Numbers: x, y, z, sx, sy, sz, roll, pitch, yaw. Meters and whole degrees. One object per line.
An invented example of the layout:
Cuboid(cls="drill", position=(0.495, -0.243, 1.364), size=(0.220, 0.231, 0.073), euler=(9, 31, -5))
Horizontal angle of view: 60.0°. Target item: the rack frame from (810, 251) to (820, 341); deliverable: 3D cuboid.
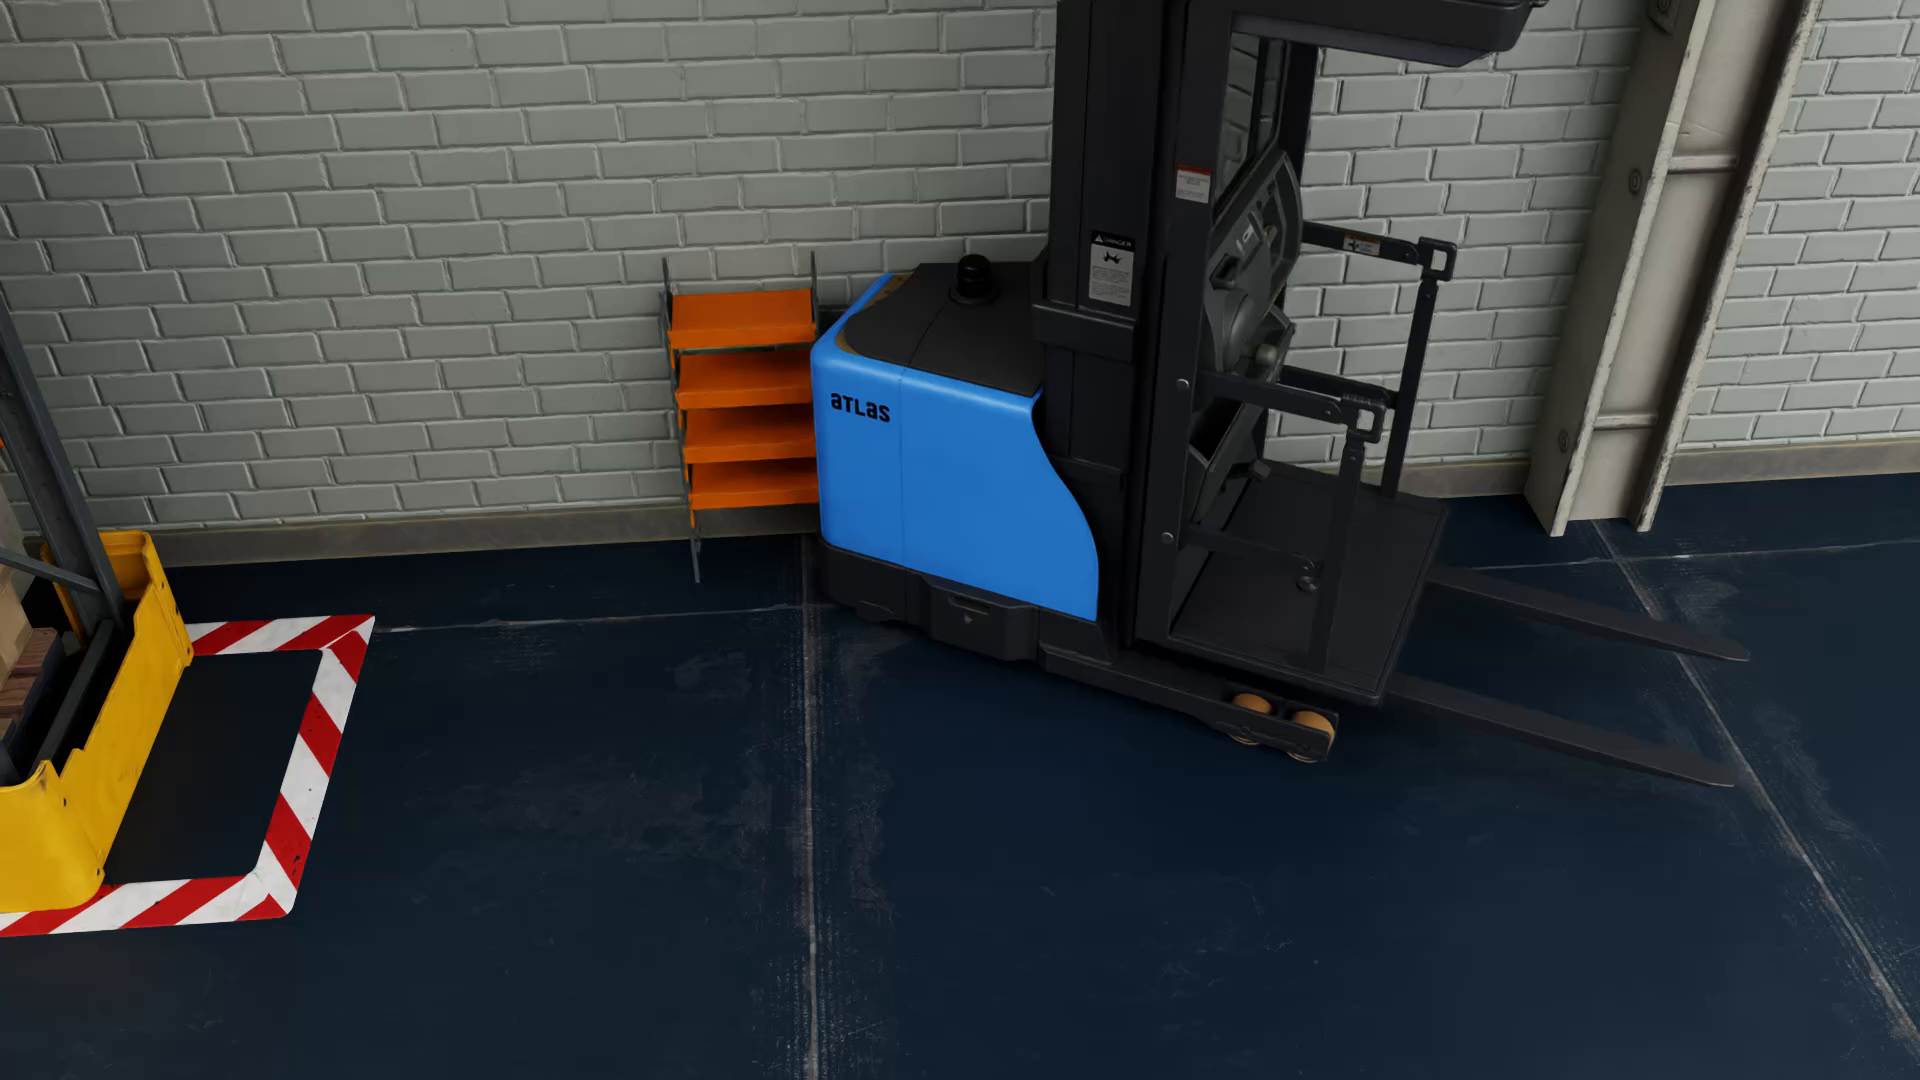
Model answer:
Cuboid(cls="rack frame", position=(-0.479, -0.417, 5.809), size=(0.015, 1.200, 0.240), euler=(-3, 38, -4))

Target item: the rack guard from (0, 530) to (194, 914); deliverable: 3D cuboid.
Cuboid(cls="rack guard", position=(-2.774, 0.530, 5.175), size=(0.348, 0.500, 1.175), euler=(-3, 38, -4))

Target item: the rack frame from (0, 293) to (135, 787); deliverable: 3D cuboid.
Cuboid(cls="rack frame", position=(-2.798, -0.450, 4.399), size=(0.127, 3.000, 1.000), euler=(-3, 38, -4))

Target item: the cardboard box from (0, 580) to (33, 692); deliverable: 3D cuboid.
Cuboid(cls="cardboard box", position=(-3.305, 0.371, 5.239), size=(0.500, 0.250, 0.500), euler=(-3, 38, -4))

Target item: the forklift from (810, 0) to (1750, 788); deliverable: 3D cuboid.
Cuboid(cls="forklift", position=(1.064, -0.813, 4.914), size=(3.031, 2.935, 1.130), euler=(16, 41, 19))

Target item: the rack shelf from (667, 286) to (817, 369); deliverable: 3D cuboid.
Cuboid(cls="rack shelf", position=(-0.722, -0.711, 5.548), size=(0.480, 0.148, 0.258), euler=(-3, 38, -4))

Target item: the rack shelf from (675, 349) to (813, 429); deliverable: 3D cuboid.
Cuboid(cls="rack shelf", position=(-0.722, -0.525, 5.694), size=(0.480, 0.148, 0.258), euler=(-3, 38, -4))

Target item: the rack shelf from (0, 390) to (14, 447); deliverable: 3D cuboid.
Cuboid(cls="rack shelf", position=(-4.791, -0.058, 4.482), size=(4.000, 0.370, 1.077), euler=(-3, 38, -4))

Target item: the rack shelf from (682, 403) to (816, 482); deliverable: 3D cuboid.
Cuboid(cls="rack shelf", position=(-0.722, -0.349, 5.832), size=(0.480, 0.148, 0.258), euler=(-3, 38, -4))

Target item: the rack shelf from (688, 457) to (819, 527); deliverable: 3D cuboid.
Cuboid(cls="rack shelf", position=(-0.722, -0.193, 5.955), size=(0.480, 0.148, 0.258), euler=(-3, 38, -4))

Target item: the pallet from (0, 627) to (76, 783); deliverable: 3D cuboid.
Cuboid(cls="pallet", position=(-3.556, 0.713, 5.176), size=(1.213, 0.211, 1.003), euler=(-3, 38, -4))

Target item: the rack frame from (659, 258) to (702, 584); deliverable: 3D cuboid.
Cuboid(cls="rack frame", position=(-0.965, -0.387, 5.772), size=(0.015, 1.200, 0.240), euler=(-3, 38, -4))

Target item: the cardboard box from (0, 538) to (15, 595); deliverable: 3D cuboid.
Cuboid(cls="cardboard box", position=(-3.285, 0.166, 5.095), size=(0.500, 0.250, 0.500), euler=(-2, 38, -3))

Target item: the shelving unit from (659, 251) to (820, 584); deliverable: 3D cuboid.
Cuboid(cls="shelving unit", position=(-0.722, -0.402, 5.791), size=(0.503, 1.200, 0.258), euler=(-3, 38, -4))

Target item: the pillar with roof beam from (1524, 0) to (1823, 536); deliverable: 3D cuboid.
Cuboid(cls="pillar with roof beam", position=(2.786, -0.996, 0.248), size=(0.400, 9.000, 9.100), euler=(-3, 38, -4))
